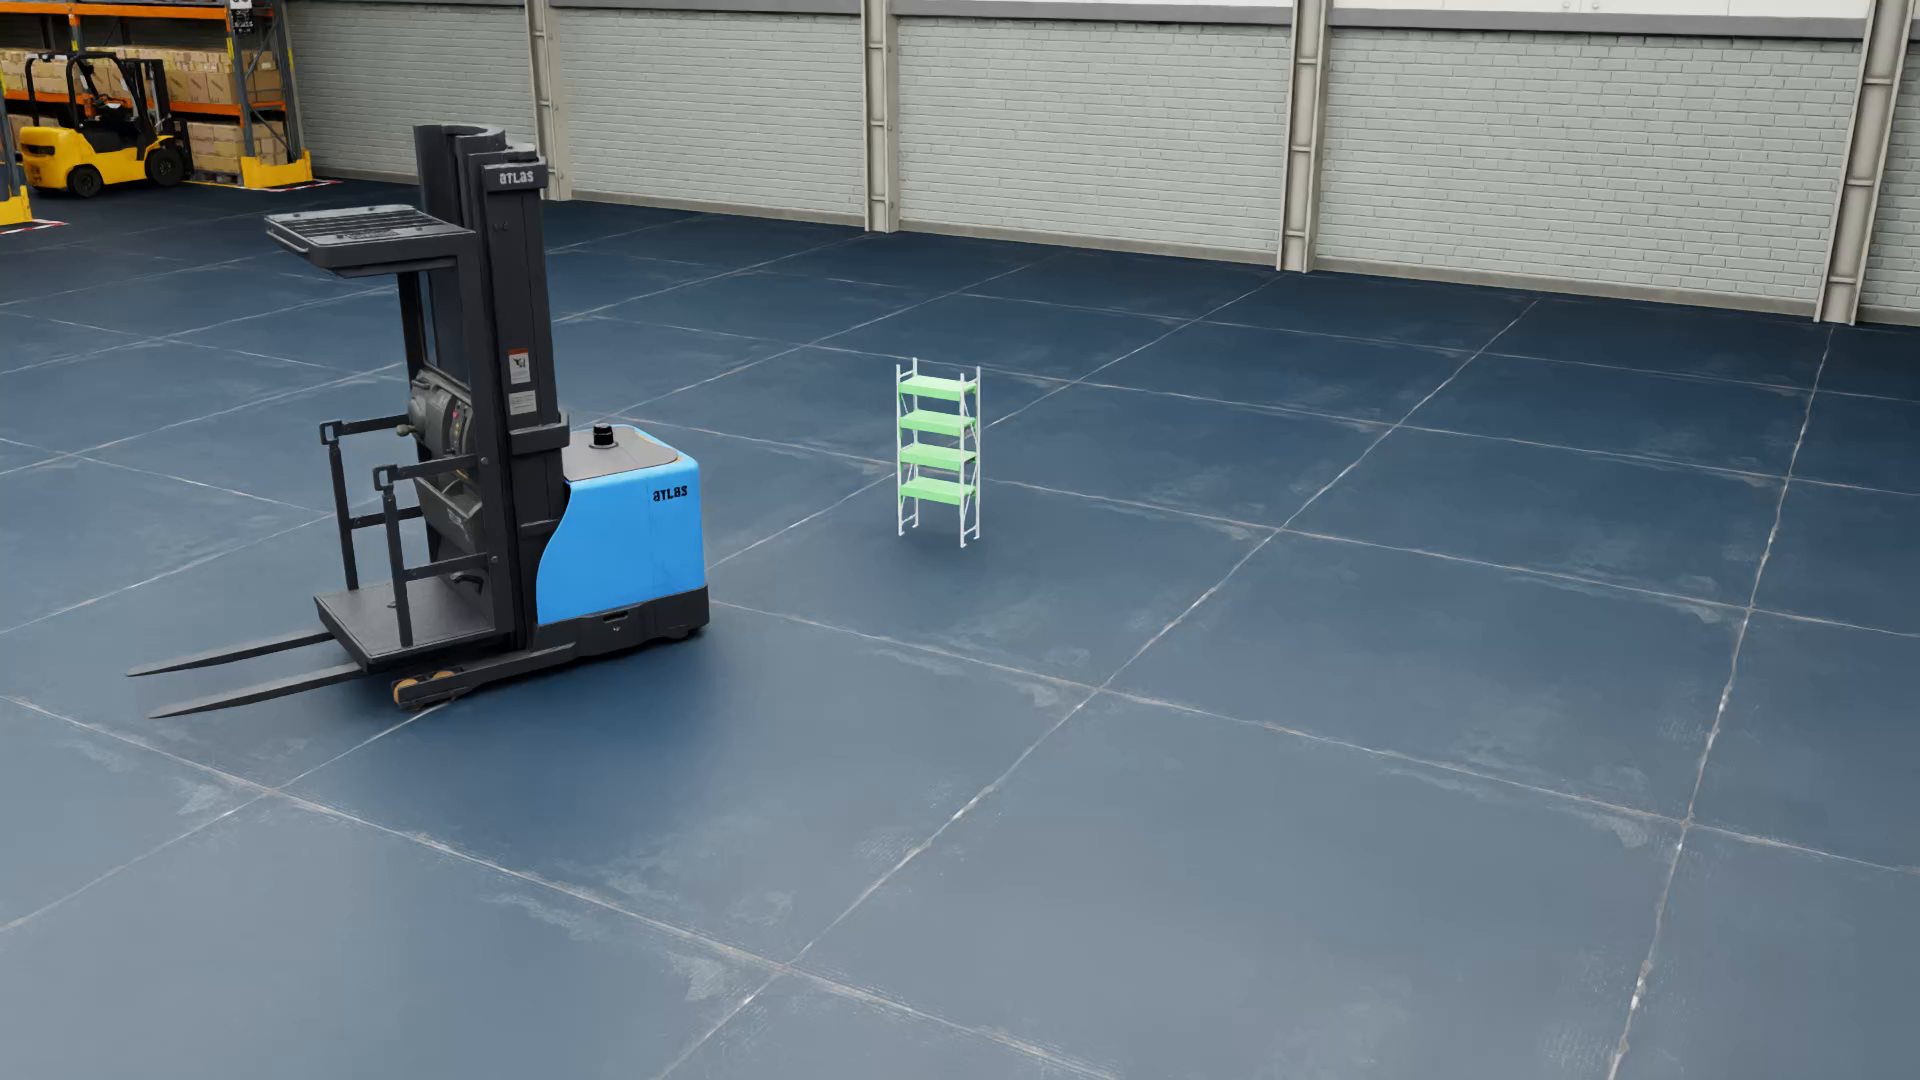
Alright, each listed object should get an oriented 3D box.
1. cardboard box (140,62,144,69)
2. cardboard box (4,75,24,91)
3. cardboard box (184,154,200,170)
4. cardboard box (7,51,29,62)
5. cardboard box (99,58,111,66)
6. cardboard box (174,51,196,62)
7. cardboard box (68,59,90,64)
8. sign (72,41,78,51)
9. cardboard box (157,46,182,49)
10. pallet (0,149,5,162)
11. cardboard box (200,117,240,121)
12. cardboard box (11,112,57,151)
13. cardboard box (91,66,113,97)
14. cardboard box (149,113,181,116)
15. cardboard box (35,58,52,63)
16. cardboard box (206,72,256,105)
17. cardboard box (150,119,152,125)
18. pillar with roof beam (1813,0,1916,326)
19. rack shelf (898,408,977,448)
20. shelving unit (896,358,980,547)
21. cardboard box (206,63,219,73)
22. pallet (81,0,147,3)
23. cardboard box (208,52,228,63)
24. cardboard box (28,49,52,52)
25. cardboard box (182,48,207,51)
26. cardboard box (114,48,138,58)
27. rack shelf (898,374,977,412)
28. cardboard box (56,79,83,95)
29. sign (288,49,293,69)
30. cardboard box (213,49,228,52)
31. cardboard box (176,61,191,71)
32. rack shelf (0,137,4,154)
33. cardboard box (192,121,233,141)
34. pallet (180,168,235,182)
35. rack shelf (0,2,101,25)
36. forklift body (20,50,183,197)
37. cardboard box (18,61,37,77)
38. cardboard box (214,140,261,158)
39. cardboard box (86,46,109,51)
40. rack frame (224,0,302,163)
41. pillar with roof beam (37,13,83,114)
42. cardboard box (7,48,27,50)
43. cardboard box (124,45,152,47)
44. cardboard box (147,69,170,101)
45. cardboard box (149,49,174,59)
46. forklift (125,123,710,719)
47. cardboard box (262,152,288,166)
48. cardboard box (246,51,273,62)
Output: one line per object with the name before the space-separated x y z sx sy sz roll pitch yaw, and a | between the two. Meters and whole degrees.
cardboard box | -13.633 -8.034 28.015 0.250 0.149 0.380 10 22 26
cardboard box | -16.768 -8.227 29.866 0.500 0.250 0.500 12 23 29
cardboard box | -12.820 -6.429 28.107 0.500 0.250 0.500 11 23 28
cardboard box | -16.692 -8.602 29.581 0.250 0.149 0.380 10 22 26
cardboard box | -14.509 -8.212 28.508 0.250 0.149 0.380 11 23 29
cardboard box | -12.744 -7.999 27.483 0.250 0.149 0.380 11 23 29
cardboard box | -15.293 -8.377 28.962 0.250 0.149 0.380 12 23 29
sign | -15.142 -8.378 28.482 0.005 0.325 0.100 11 23 27
cardboard box | -13.558 -8.397 28.580 0.250 0.149 0.380 10 22 26
pallet | -17.679 -7.240 31.015 1.213 0.211 1.003 11 23 27
cardboard box | -12.591 -7.049 28.348 0.500 0.250 0.500 11 22 27
cardboard box | -16.678 -7.455 30.384 0.625 0.625 0.875 10 22 25
cardboard box | -14.626 -7.930 28.681 0.500 0.500 0.500 10 22 26
cardboard box | -13.913 -7.305 29.055 0.500 0.250 0.500 10 22 27
cardboard box | -16.009 -8.475 29.233 0.250 0.149 0.380 10 22 26
cardboard box | -11.952 -7.420 27.274 0.500 0.500 0.500 10 22 26
cardboard box | -13.735 -7.068 28.401 0.500 0.250 0.500 12 23 29
pillar with roof beam | 7.290 -5.301 12.781 0.400 9.000 9.100 11 23 27
rack shelf | -0.145 -0.757 11.176 0.480 0.148 0.258 11 23 27
shelving unit | -0.145 -0.592 11.236 0.503 1.200 0.258 11 23 27
cardboard box | -12.071 -7.729 27.176 0.250 0.149 0.380 11 23 28
pallet | -14.129 -9.269 28.249 1.213 0.211 1.003 11 23 27
cardboard box | -12.040 -7.890 27.182 0.250 0.149 0.380 11 23 27
cardboard box | -16.646 -8.808 30.150 0.250 0.149 0.380 12 23 29
cardboard box | -12.920 -8.246 28.165 0.250 0.149 0.380 11 23 28
cardboard box | -14.079 -8.255 28.190 0.250 0.149 0.380 11 23 28
rack shelf | -0.145 -0.983 11.095 0.480 0.148 0.258 11 23 27
cardboard box | -15.454 -7.970 29.157 0.500 0.250 0.500 11 23 29
sign | -11.118 -7.978 27.573 0.005 0.325 0.100 11 23 27
cardboard box | -12.241 -8.119 27.815 0.250 0.149 0.380 11 23 28
cardboard box | -12.735 -7.865 27.551 0.250 0.149 0.380 10 22 26
rack shelf | -15.558 -5.885 24.246 4.000 0.370 1.077 11 23 27
cardboard box | -12.397 -6.811 27.693 0.500 0.250 0.500 11 23 28
pallet | -13.143 -6.376 28.633 1.213 0.211 1.003 11 23 27
rack shelf | -16.632 -9.439 29.643 4.000 0.370 1.077 11 23 27
forklift body | -13.939 -6.742 26.798 1.214 2.155 2.313 11 23 27
cardboard box | -16.336 -8.375 29.540 0.500 0.250 0.500 11 23 28
cardboard box | -11.972 -6.497 27.560 0.500 0.250 0.500 10 22 27
cardboard box | -14.753 -8.385 28.547 0.250 0.149 0.380 11 23 28
rack frame | -11.394 -7.369 27.281 0.127 3.000 1.000 11 23 27
pillar with roof beam | -18.900 -10.290 26.535 0.400 9.000 9.100 11 23 27
cardboard box | -17.268 -8.966 30.586 0.250 0.149 0.380 10 22 26
cardboard box | -14.261 -8.509 28.889 0.250 0.149 0.380 10 22 26
cardboard box | -13.292 -7.674 27.976 0.500 0.500 0.500 11 23 28
cardboard box | -13.363 -8.158 27.922 0.250 0.149 0.380 11 23 28
forklift | -2.981 -0.671 8.917 3.031 2.935 1.130 -13 24 -32
cardboard box | -11.728 -6.414 28.064 0.500 0.250 0.500 11 23 28
cardboard box | -11.583 -7.980 27.432 0.250 0.149 0.380 10 22 26
